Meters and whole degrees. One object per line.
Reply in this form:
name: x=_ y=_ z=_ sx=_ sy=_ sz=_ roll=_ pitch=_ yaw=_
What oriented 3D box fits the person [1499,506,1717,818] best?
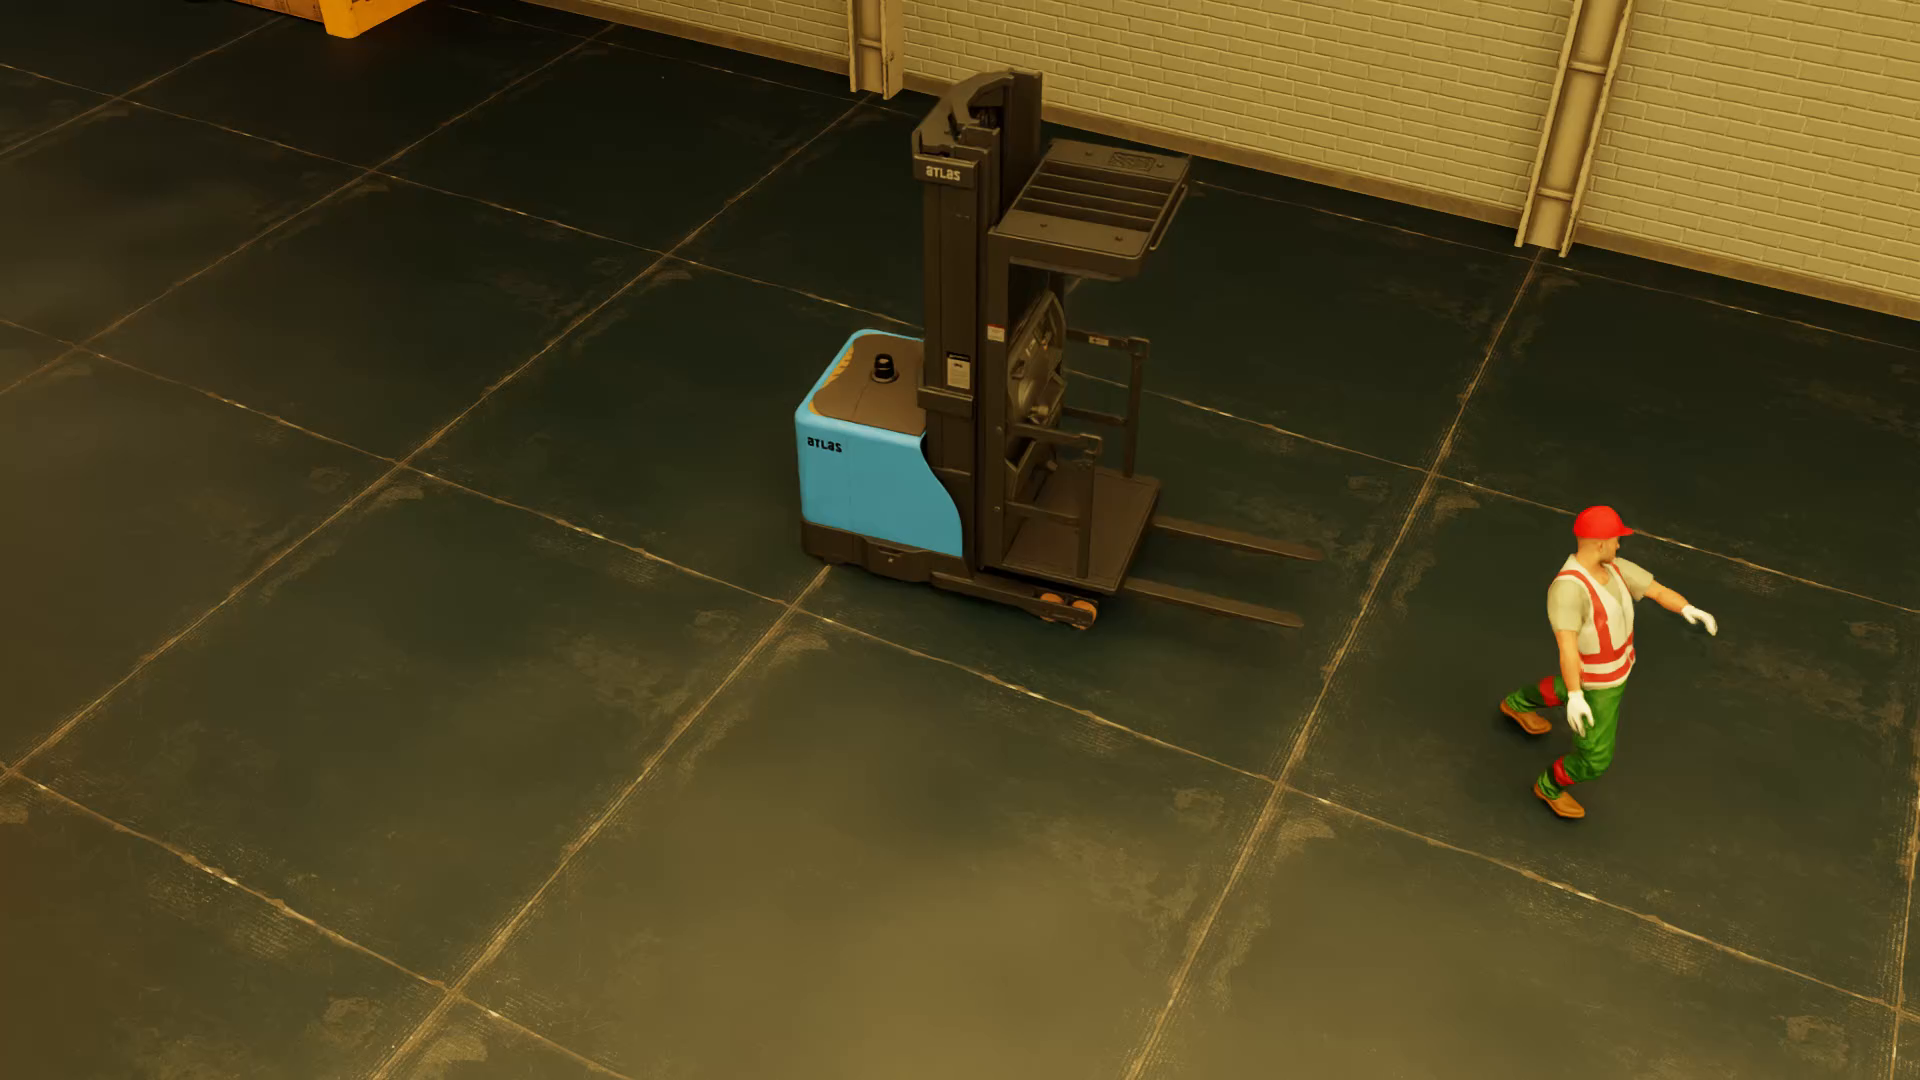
person: x=3.123 y=0.693 z=8.173 sx=0.853 sy=1.594 sz=0.916 roll=20 pitch=44 yaw=22

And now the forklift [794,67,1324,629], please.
forklift: x=0.609 y=-0.993 z=9.165 sx=3.031 sy=2.935 sz=1.130 roll=13 pitch=42 yaw=15
